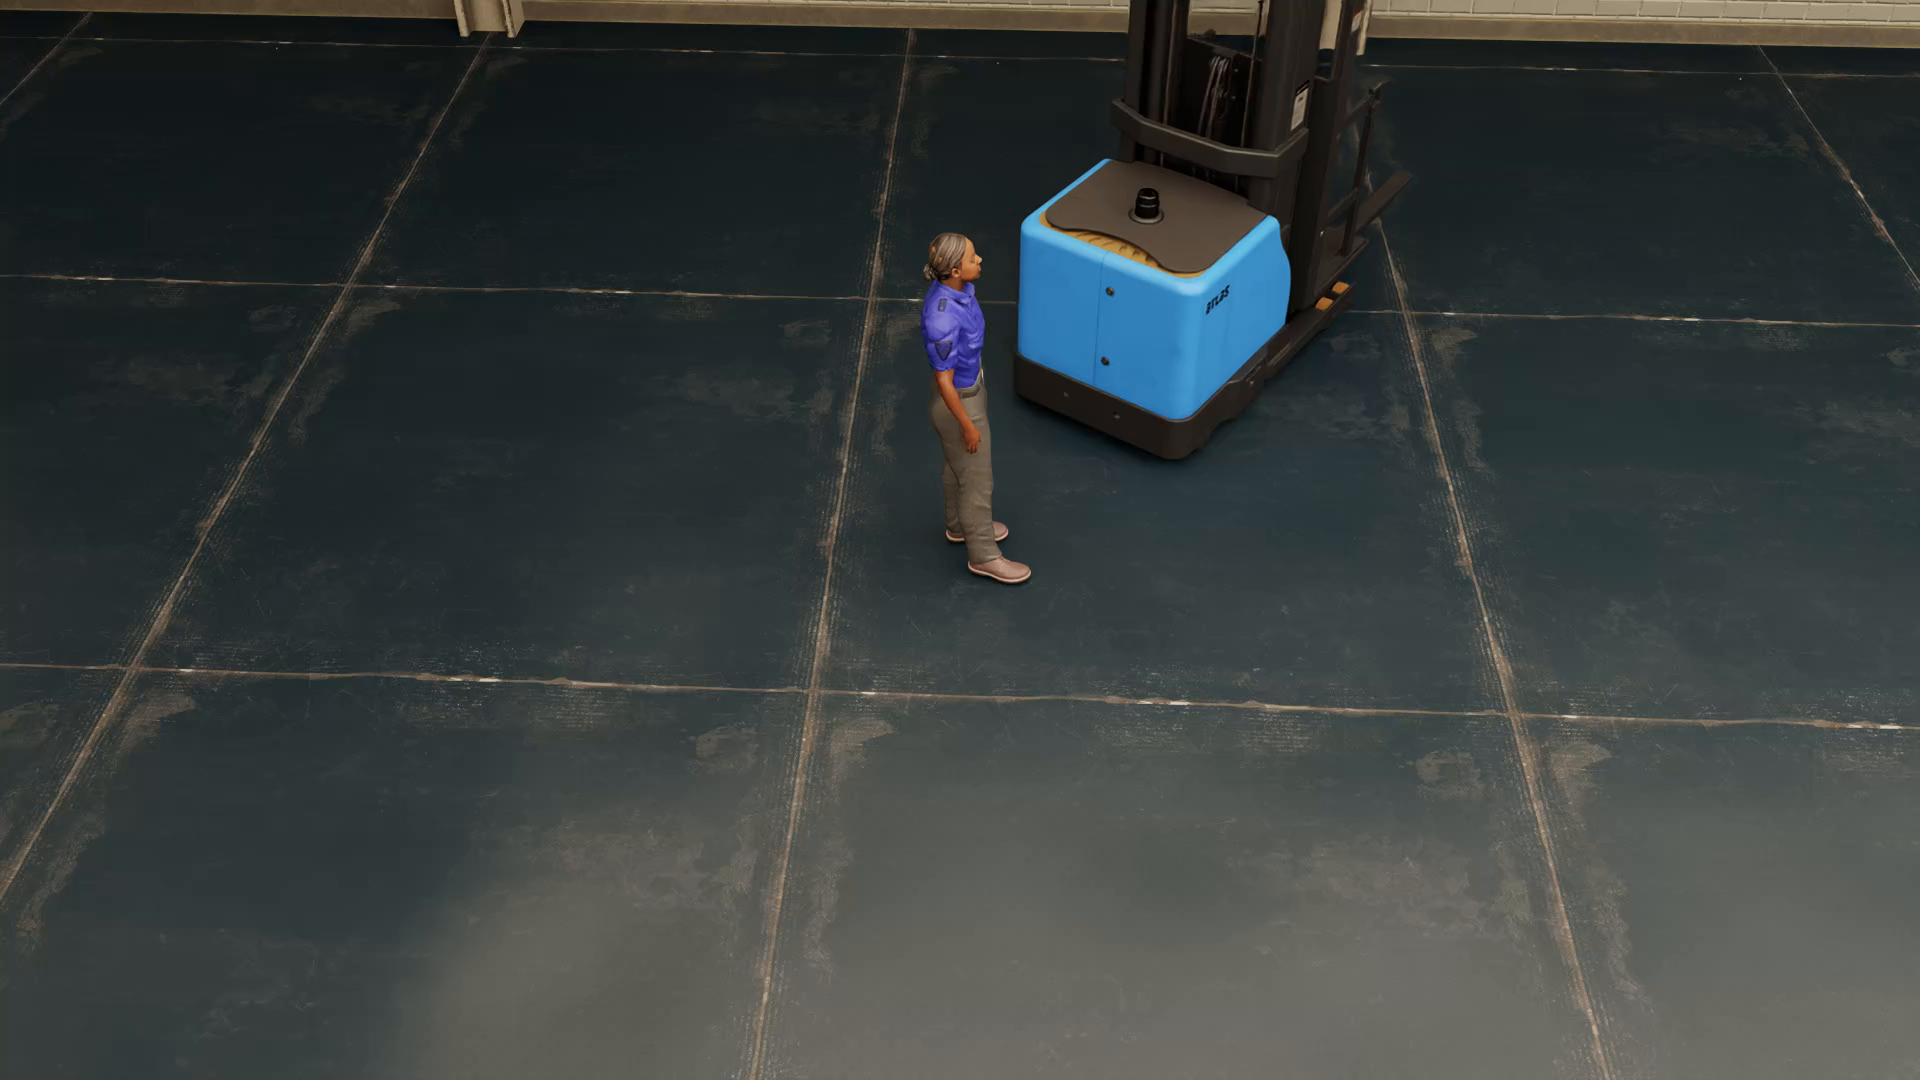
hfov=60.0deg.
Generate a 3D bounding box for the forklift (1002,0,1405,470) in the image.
[{"bbox_3d":[1.495,-2.377,8.347,1.130,2.935,3.031,26,49,26],"label":"forklift"}]

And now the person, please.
[{"bbox_3d":[0.087,-0.600,7.336,0.502,1.657,0.570,2,42,2],"label":"person"}]
